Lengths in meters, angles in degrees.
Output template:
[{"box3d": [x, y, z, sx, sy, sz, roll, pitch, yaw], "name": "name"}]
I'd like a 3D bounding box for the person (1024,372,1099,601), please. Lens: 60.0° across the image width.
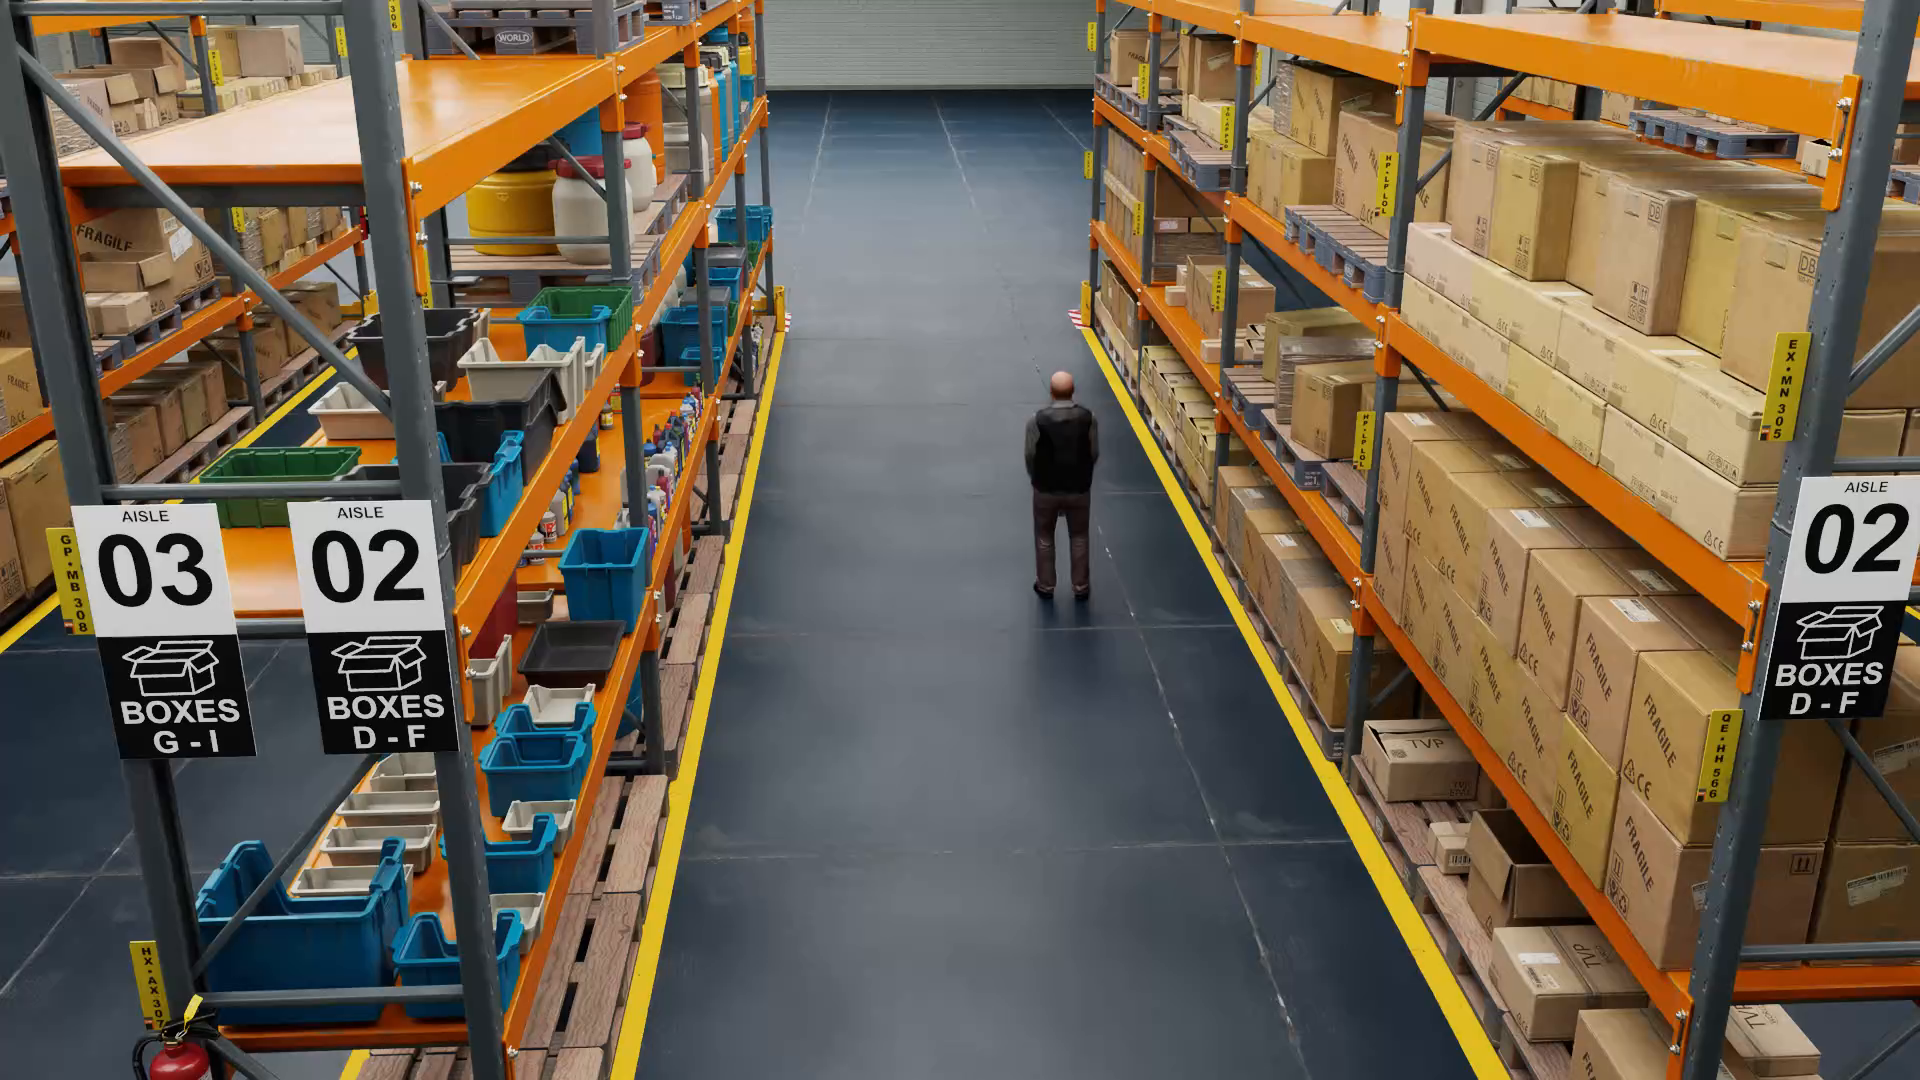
[{"box3d": [0.735, -0.388, 12.155, 0.551, 1.727, 0.470, -2, 20, -4], "name": "person"}]
